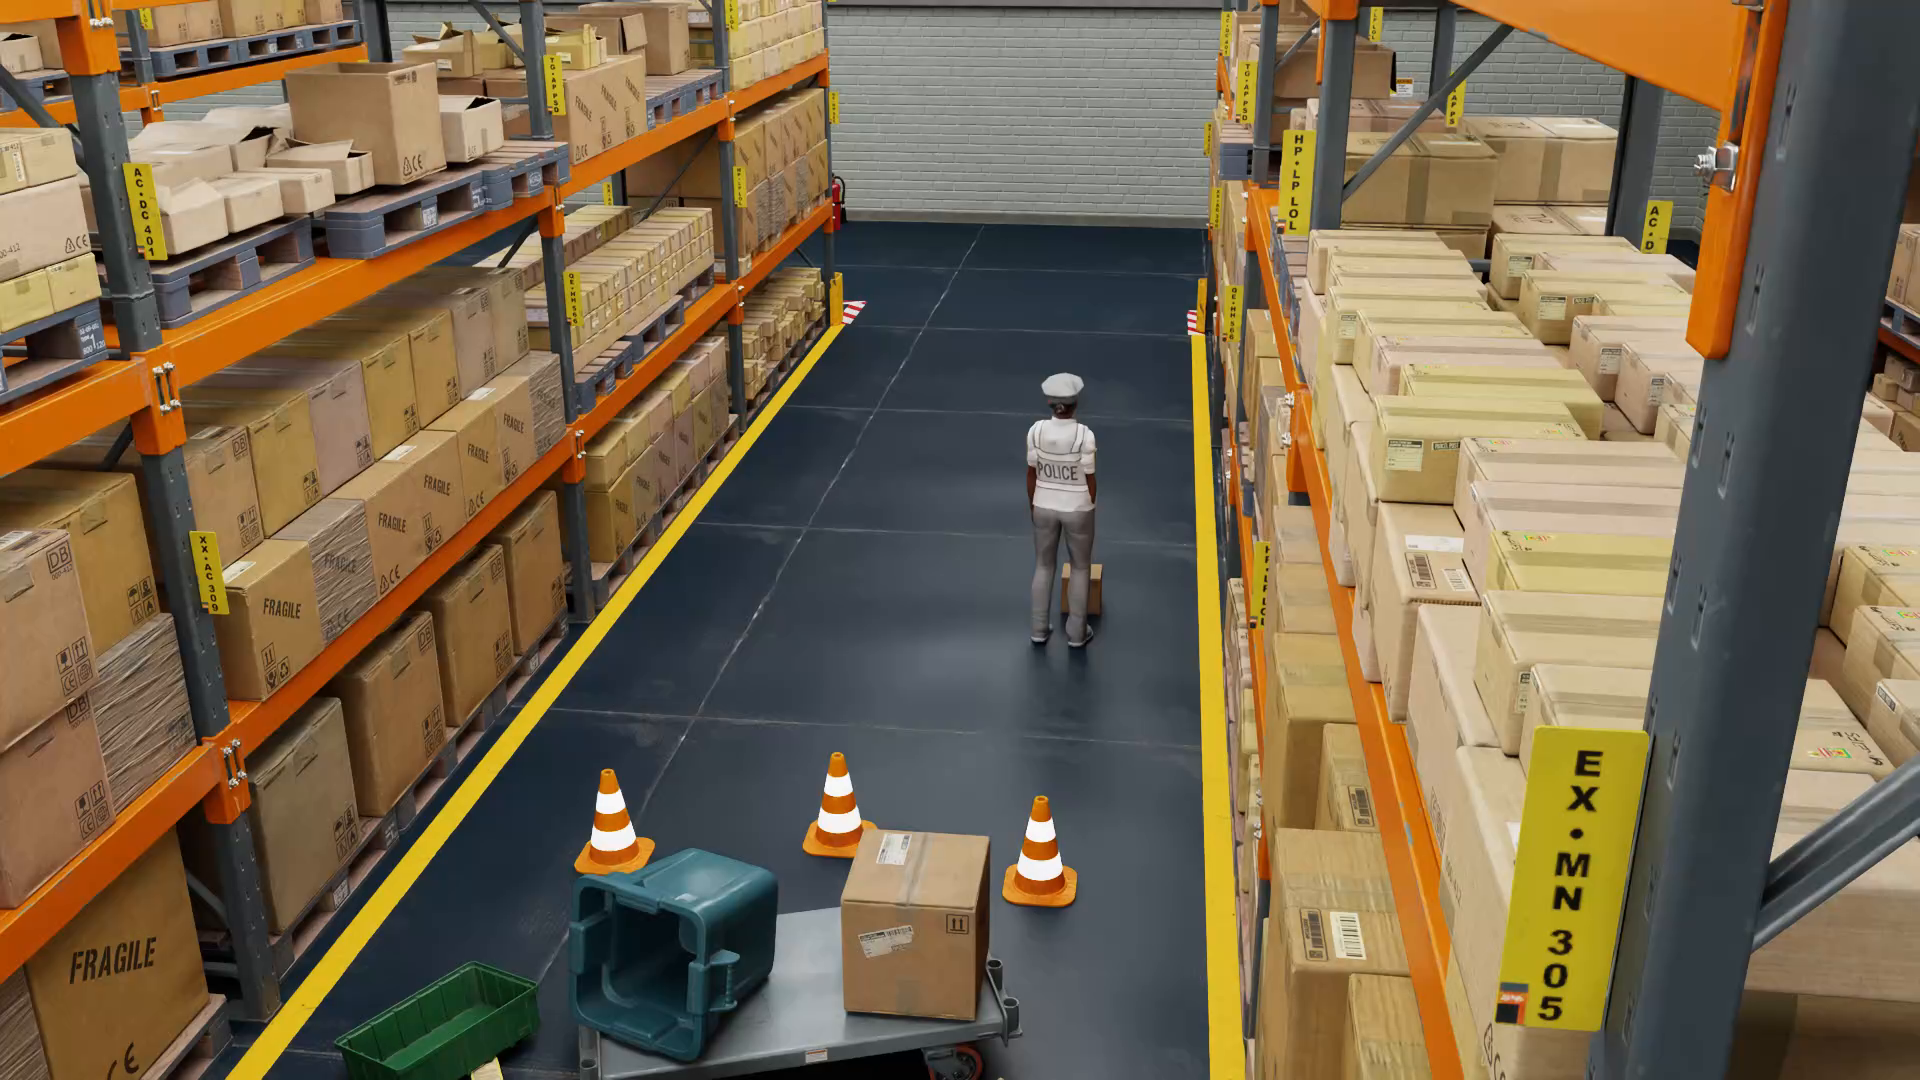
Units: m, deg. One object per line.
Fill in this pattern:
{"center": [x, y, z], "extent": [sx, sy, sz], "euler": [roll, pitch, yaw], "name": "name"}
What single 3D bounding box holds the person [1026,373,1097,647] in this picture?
{"center": [0.614, -0.170, 10.027], "extent": [0.436, 1.687, 0.341], "euler": [8, 23, 19], "name": "person"}
